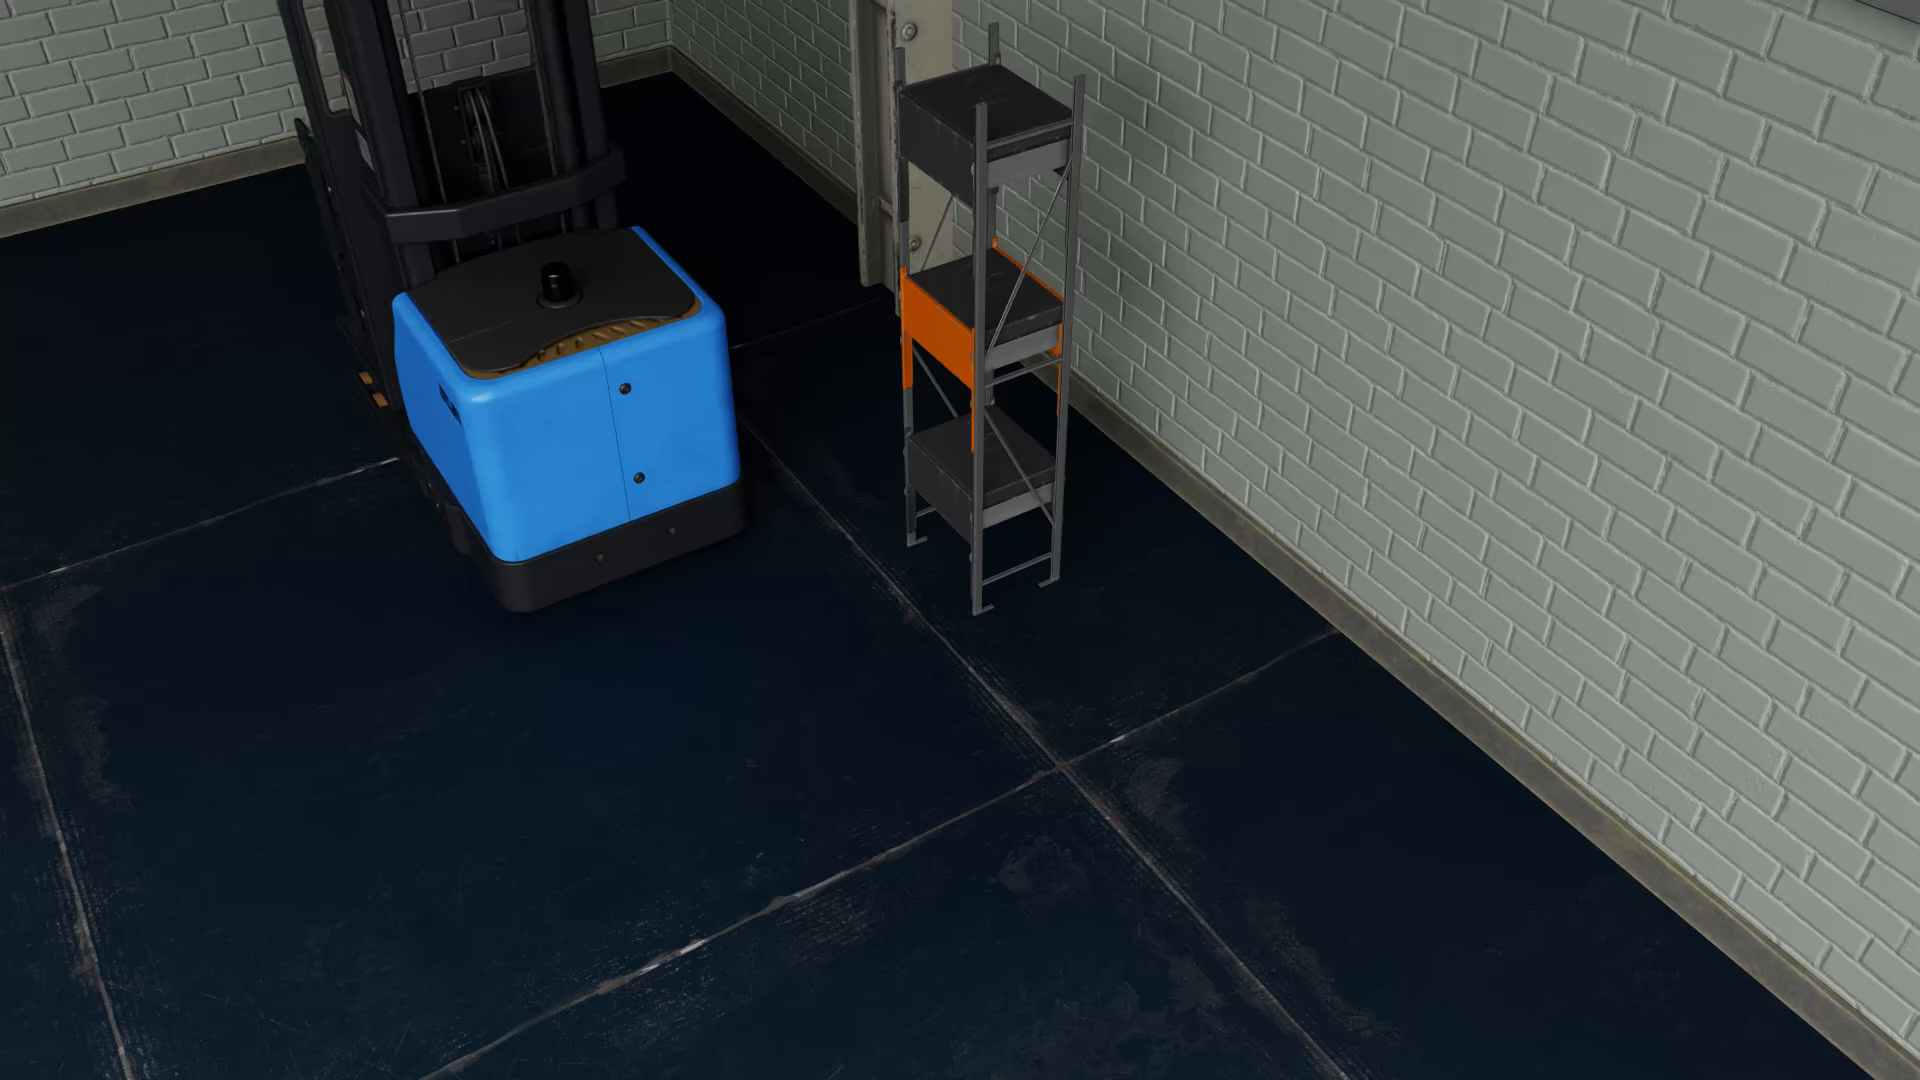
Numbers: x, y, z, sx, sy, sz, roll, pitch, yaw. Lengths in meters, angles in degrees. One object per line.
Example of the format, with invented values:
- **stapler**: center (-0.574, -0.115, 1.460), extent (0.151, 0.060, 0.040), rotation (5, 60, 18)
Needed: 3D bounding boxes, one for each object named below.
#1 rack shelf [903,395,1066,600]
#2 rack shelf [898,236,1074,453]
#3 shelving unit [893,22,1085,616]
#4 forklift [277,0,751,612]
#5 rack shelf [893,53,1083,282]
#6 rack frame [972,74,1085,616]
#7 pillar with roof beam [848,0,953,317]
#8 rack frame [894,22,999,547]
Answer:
- **rack shelf**: center (0.089, -0.169, 6.427), extent (0.431, 0.518, 0.480), rotation (-22, 45, -24)
- **rack shelf**: center (0.089, -0.707, 5.979), extent (0.431, 0.518, 0.480), rotation (-22, 45, -24)
- **shelving unit**: center (0.089, -0.717, 5.971), extent (0.431, 2.100, 0.503), rotation (-22, 45, -24)
- **forklift**: center (-2.064, -1.768, 6.582), extent (1.130, 2.935, 3.031), rotation (-22, 45, -24)
- **rack shelf**: center (0.089, -1.245, 5.531), extent (0.431, 0.518, 0.480), rotation (-22, 45, -24)
- **rack frame**: center (0.220, -0.586, 5.813), extent (0.400, 2.100, 0.015), rotation (-22, 45, -24)
- **pillar with roof beam**: center (-3.894, -3.209, 3.572), extent (9.100, 9.000, 0.400), rotation (-22, 45, -24)
- **rack frame**: center (-0.042, -0.849, 6.129), extent (0.400, 2.100, 0.015), rotation (-22, 45, -24)
